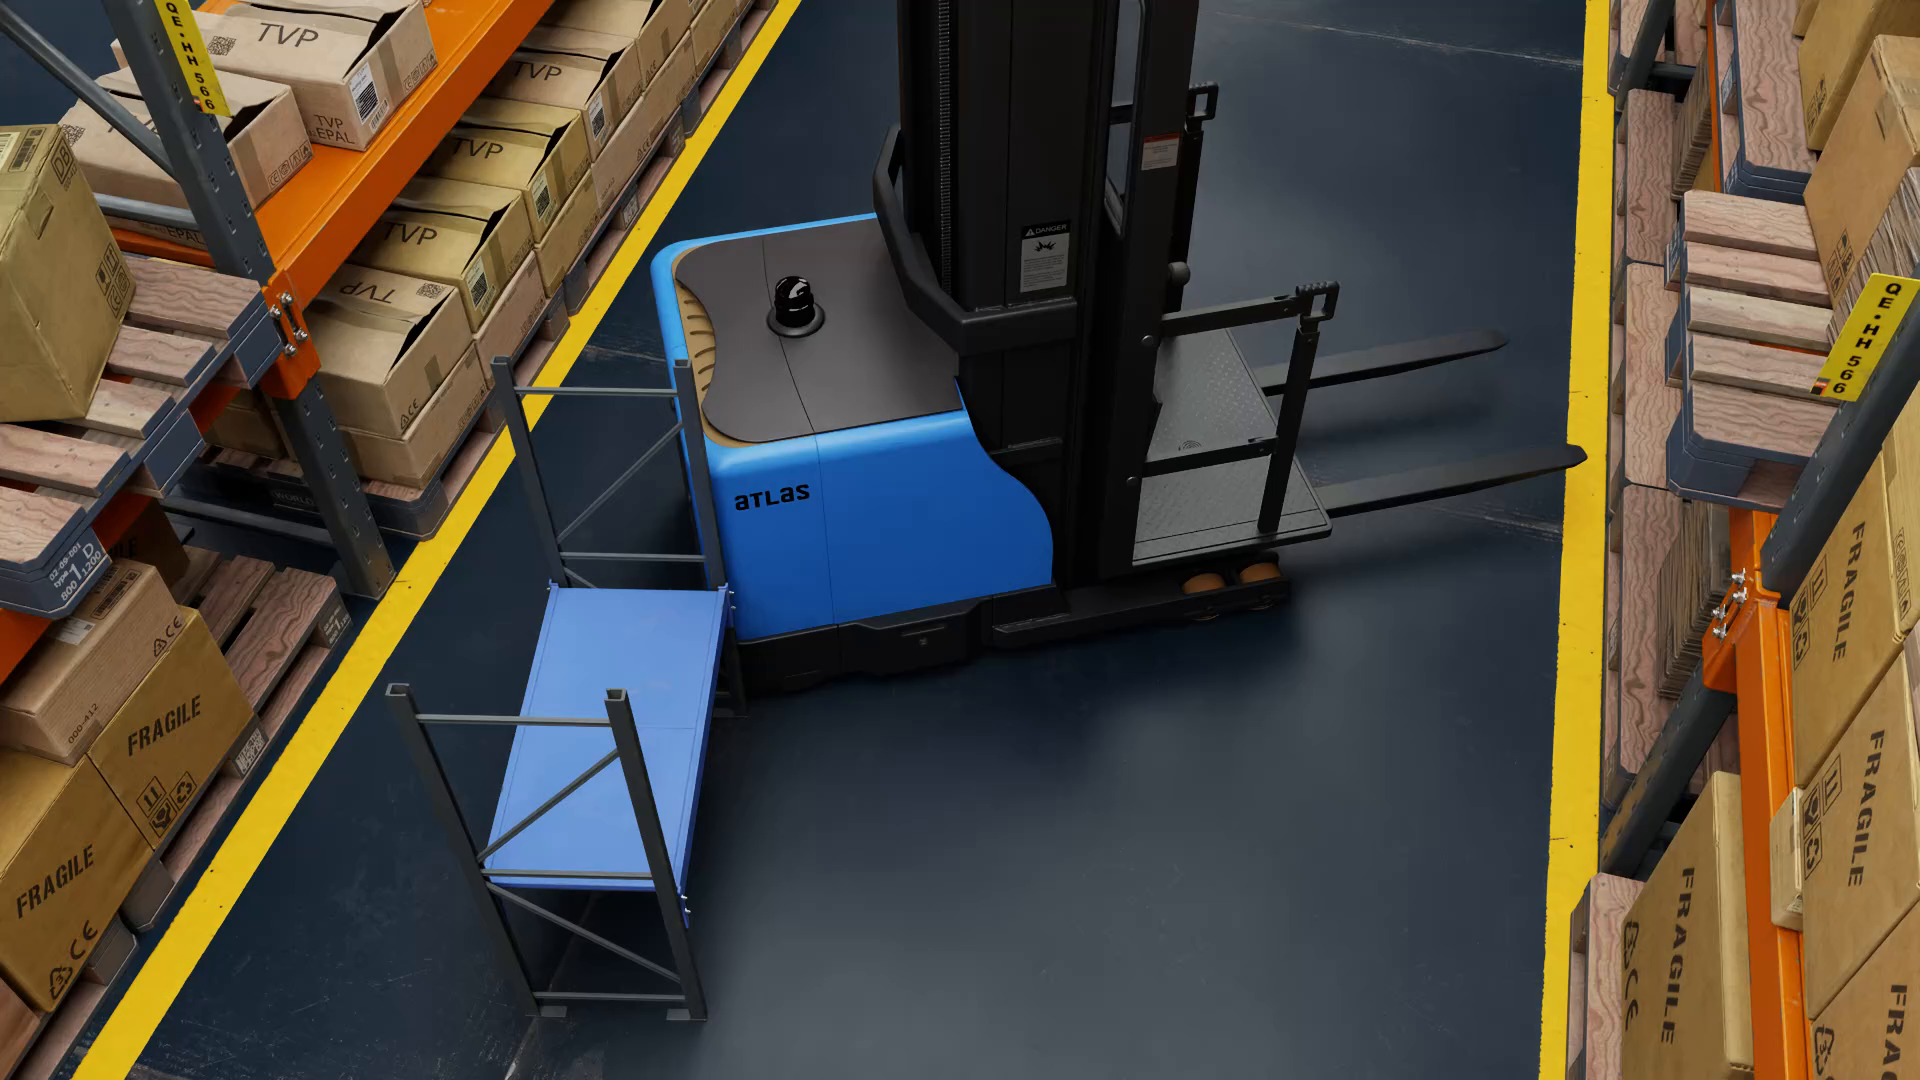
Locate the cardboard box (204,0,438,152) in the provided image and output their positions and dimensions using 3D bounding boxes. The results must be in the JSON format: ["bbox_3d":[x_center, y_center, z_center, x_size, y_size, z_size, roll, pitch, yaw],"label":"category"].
[{"bbox_3d":[-1.985,-1.505,5.137,0.500,0.311,0.500,11,49,10],"label":"cardboard box"}]

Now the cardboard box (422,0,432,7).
[{"bbox_3d":[-1.982,-2.176,5.603,0.500,0.500,0.500,9,49,8],"label":"cardboard box"}]

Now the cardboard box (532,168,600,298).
[{"bbox_3d":[-1.724,-1.217,6.377,0.500,0.250,0.500,10,49,9],"label":"cardboard box"}]

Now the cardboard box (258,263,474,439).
[{"bbox_3d":[-1.986,-0.662,5.513,0.500,0.311,0.500,13,50,11],"label":"cardboard box"}]

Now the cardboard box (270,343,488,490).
[{"bbox_3d":[-1.986,-0.476,5.723,0.500,0.250,0.500,11,50,10],"label":"cardboard box"}]

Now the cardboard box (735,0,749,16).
[{"bbox_3d":[-1.184,-2.691,7.678,0.500,0.250,0.500,11,50,10],"label":"cardboard box"}]

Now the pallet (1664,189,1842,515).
[{"bbox_3d":[2.457,-0.424,4.252,1.213,0.211,1.003,12,50,10],"label":"pallet"}]

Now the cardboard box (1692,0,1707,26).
[{"bbox_3d":[3.537,-2.445,7.504,0.380,0.166,0.250,6,49,5],"label":"cardboard box"}]

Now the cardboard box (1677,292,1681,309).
[{"bbox_3d":[2.987,-0.882,5.902,0.700,0.500,0.500,12,50,10],"label":"cardboard box"}]

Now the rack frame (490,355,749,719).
[{"bbox_3d":[-0.920,0.051,4.704,0.500,1.500,0.032,1,49,1],"label":"rack frame"}]

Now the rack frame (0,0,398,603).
[{"bbox_3d":[-2.408,-0.926,4.567,1.000,3.000,0.127,12,50,10],"label":"rack frame"}]

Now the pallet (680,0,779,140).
[{"bbox_3d":[-1.511,-2.356,7.689,1.003,0.211,1.213,12,50,10],"label":"pallet"}]

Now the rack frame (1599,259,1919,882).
[{"bbox_3d":[2.372,0.049,3.706,1.000,3.000,0.127,12,50,10],"label":"rack frame"}]

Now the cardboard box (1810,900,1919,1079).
[{"bbox_3d":[1.719,0.947,2.635,0.500,0.500,0.500,11,50,10],"label":"cardboard box"}]

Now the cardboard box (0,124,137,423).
[{"bbox_3d":[-2.465,-0.620,3.950,0.700,0.500,0.500,-3,49,-3],"label":"cardboard box"}]

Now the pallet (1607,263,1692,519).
[{"bbox_3d":[2.903,-0.473,6.027,1.003,0.211,1.213,12,50,10],"label":"pallet"}]

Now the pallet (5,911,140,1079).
[{"bbox_3d":[-2.964,1.409,4.366,1.003,0.211,1.213,12,50,10],"label":"pallet"}]

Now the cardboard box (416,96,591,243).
[{"bbox_3d":[-1.720,-1.412,6.175,0.500,0.311,0.500,10,49,9],"label":"cardboard box"}]

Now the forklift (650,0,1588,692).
[{"bbox_3d":[0.606,-1.080,4.748,3.031,2.935,1.130,-10,49,-9],"label":"forklift"}]

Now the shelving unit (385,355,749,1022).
[{"bbox_3d":[-0.934,0.432,4.368,0.538,1.500,1.048,1,49,1],"label":"shelving unit"}]

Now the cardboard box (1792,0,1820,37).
[{"bbox_3d":[2.961,-1.777,4.957,0.700,0.500,0.500,18,51,15],"label":"cardboard box"}]

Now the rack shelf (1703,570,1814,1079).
[{"bbox_3d":[1.846,1.733,2.699,1.077,0.370,4.000,12,50,10],"label":"rack shelf"}]

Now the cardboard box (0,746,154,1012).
[{"bbox_3d":[-2.564,0.853,4.371,0.500,0.500,0.500,10,49,9],"label":"cardboard box"}]

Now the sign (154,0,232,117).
[{"bbox_3d":[-1.882,-1.183,4.074,0.100,0.325,0.005,12,50,10],"label":"sign"}]

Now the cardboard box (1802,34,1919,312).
[{"bbox_3d":[2.607,-0.881,4.167,0.700,0.500,0.500,7,49,6],"label":"cardboard box"}]

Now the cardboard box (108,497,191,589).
[{"bbox_3d":[-2.803,0.028,5.098,0.500,0.500,0.500,13,50,12],"label":"cardboard box"}]

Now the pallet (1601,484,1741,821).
[{"bbox_3d":[2.580,0.407,5.250,1.003,0.211,1.213,12,50,10],"label":"pallet"}]

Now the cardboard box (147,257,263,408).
[{"bbox_3d":[-2.507,-0.768,5.607,0.500,0.311,0.500,13,50,11],"label":"cardboard box"}]

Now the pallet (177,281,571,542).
[{"bbox_3d":[-2.153,-0.591,6.131,1.003,0.211,1.213,12,50,10],"label":"pallet"}]

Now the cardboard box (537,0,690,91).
[{"bbox_3d":[-1.449,-2.146,6.824,0.500,0.311,0.500,11,50,10],"label":"cardboard box"}]

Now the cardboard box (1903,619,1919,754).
[{"bbox_3d":[1.864,0.329,2.680,0.500,0.250,0.500,11,49,10],"label":"cardboard box"}]

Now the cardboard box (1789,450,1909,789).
[{"bbox_3d":[1.998,0.212,3.284,0.500,0.500,0.500,13,50,11],"label":"cardboard box"}]

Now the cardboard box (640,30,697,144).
[{"bbox_3d":[-1.453,-1.956,7.029,0.500,0.250,0.500,13,50,11],"label":"cardboard box"}]

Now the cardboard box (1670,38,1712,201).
[{"bbox_3d":[3.248,-1.627,6.559,0.700,0.500,0.500,13,50,11],"label":"cardboard box"}]

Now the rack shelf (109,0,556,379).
[{"bbox_3d":[-1.881,-2.135,6.113,1.077,0.370,4.000,12,50,10],"label":"rack shelf"}]
